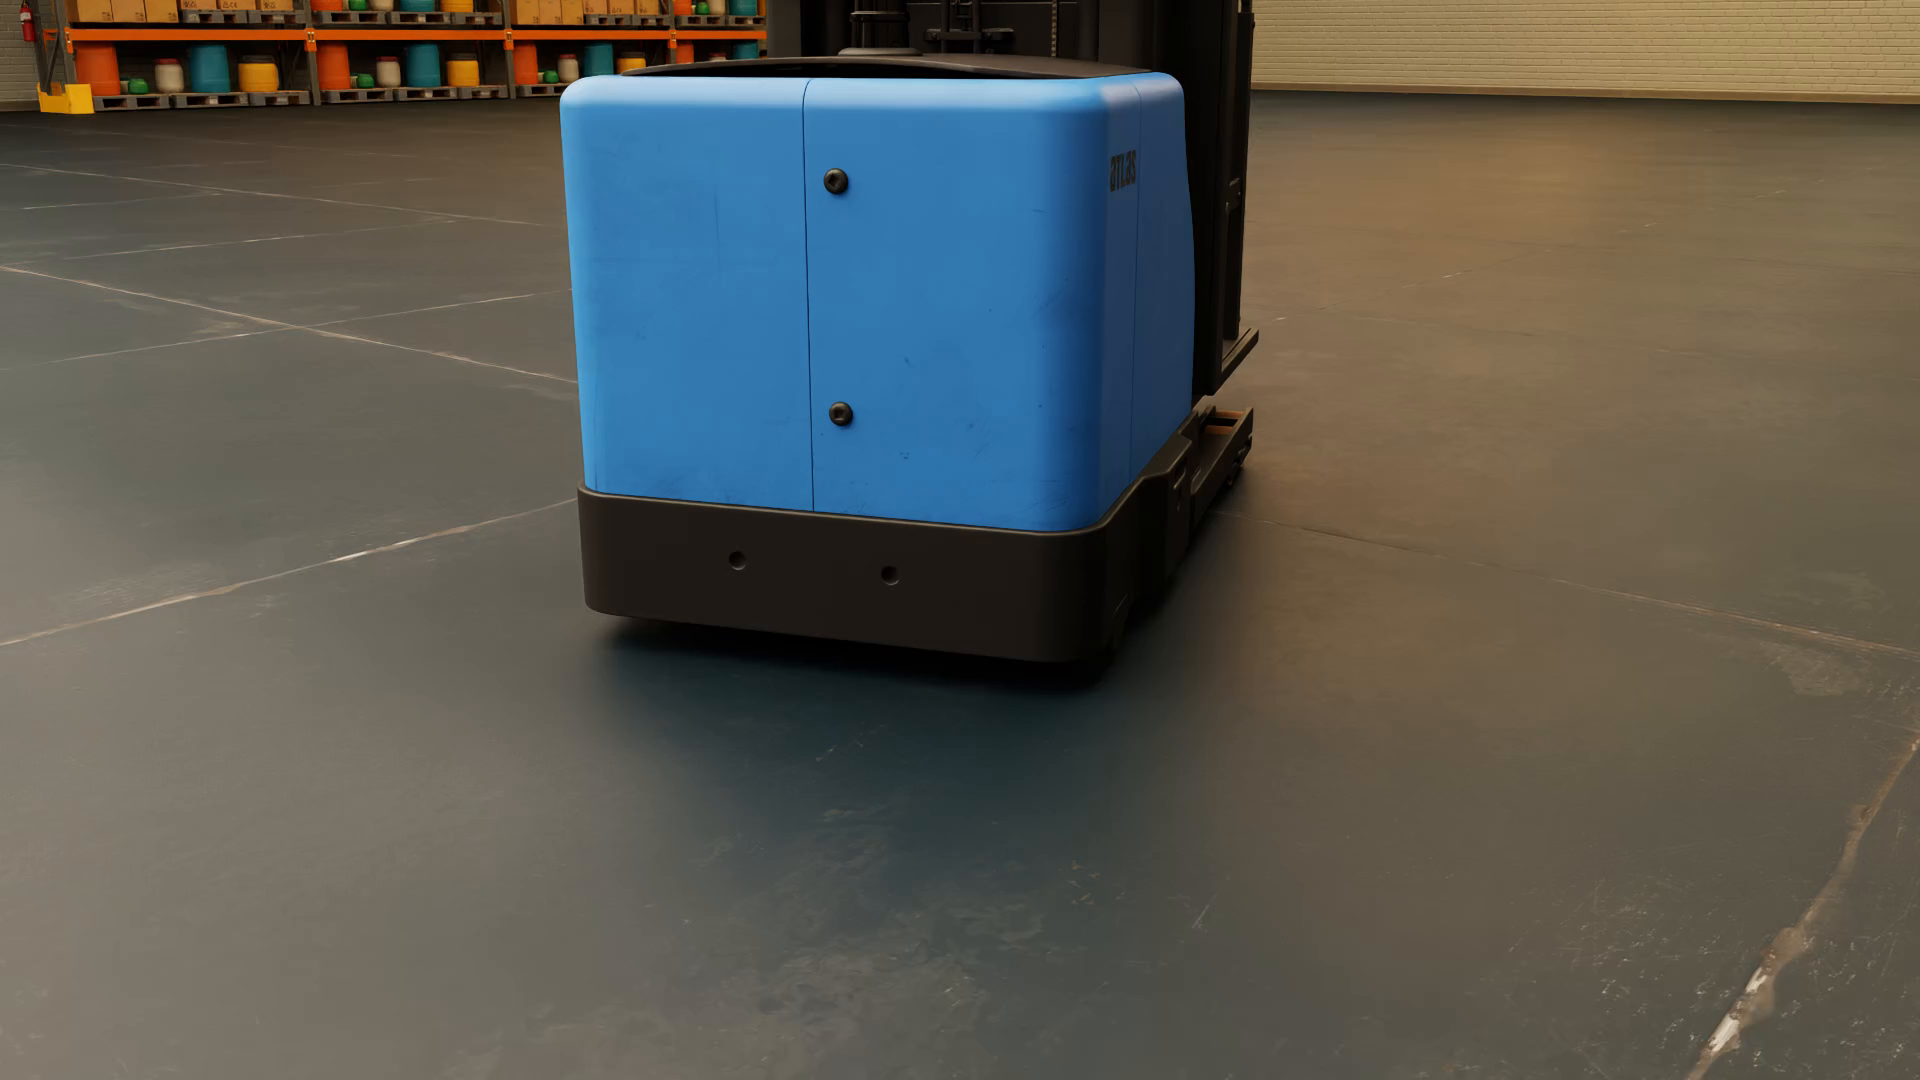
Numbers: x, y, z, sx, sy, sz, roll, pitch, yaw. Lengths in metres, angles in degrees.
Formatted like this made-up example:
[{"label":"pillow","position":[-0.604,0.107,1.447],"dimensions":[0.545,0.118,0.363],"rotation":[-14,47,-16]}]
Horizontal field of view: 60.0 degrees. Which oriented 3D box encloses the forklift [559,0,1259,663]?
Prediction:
[{"label":"forklift","position":[0.182,-1.571,4.072],"dimensions":[1.130,2.935,3.031],"rotation":[5,18,17]}]
